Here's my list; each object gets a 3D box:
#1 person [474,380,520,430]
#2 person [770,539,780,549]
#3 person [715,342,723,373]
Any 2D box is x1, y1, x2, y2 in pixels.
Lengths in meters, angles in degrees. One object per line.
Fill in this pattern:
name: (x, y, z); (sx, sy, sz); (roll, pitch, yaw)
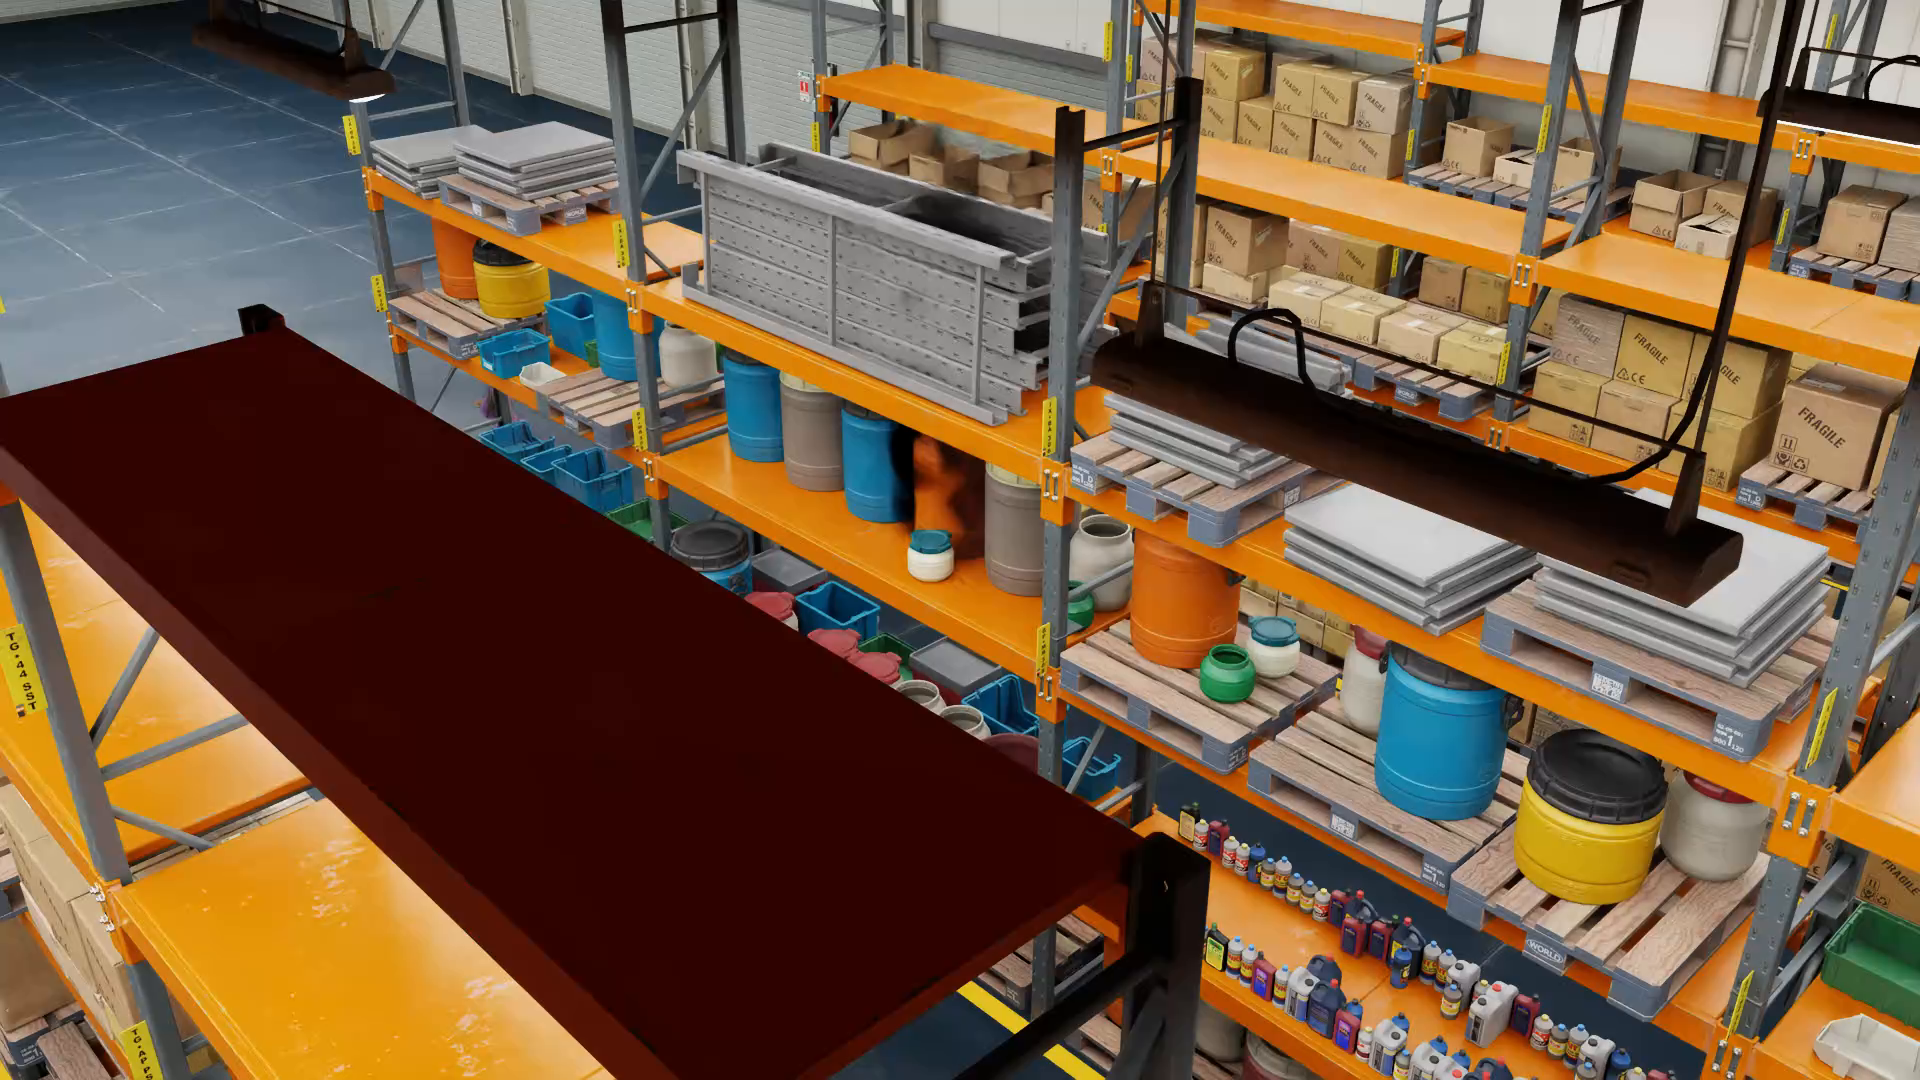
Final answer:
person: (-4.679, -1.079, 17.211); (0.693, 1.605, 0.563); (6, 29, 12)
person: (-1.658, -0.073, 15.212); (0.862, 1.667, 0.586); (25, 37, 38)
person: (-2.790, -2.550, 19.714); (0.891, 1.830, 0.658); (-11, 30, -19)
